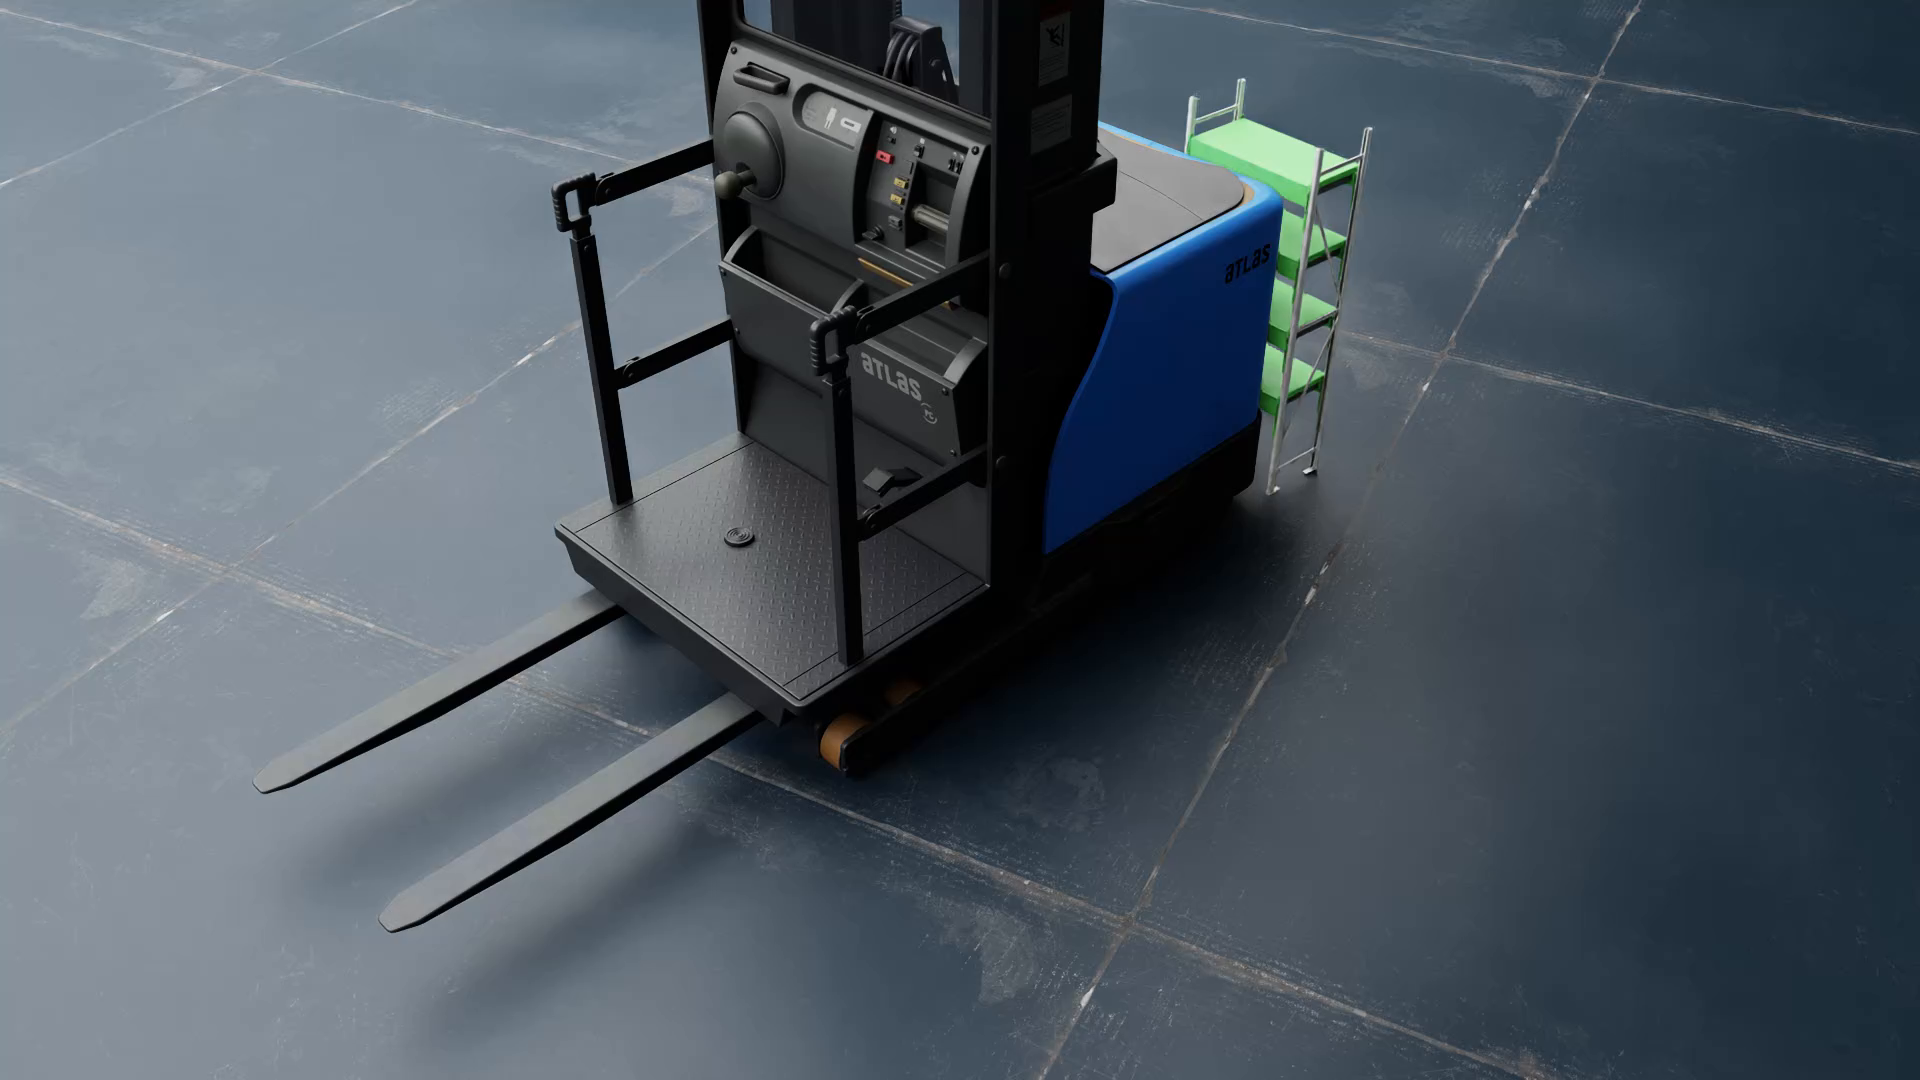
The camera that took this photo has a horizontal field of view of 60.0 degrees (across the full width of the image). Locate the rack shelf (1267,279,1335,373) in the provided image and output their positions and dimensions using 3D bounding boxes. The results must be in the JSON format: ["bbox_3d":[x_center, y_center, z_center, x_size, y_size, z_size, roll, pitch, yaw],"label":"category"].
[{"bbox_3d":[0.942,-0.735,5.329,0.258,0.148,0.480,-27,45,-32],"label":"rack shelf"}]

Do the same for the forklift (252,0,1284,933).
[{"bbox_3d":[-0.442,-0.900,4.012,1.130,2.935,3.031,31,47,34],"label":"forklift"}]

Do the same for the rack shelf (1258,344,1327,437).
[{"bbox_3d":[0.940,-0.543,5.473,0.258,0.148,0.480,-27,45,-32],"label":"rack shelf"}]

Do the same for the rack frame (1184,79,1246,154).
[{"bbox_3d":[0.783,-0.898,5.438,0.240,1.200,0.015,-27,45,-32],"label":"rack frame"}]

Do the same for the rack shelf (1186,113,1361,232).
[{"bbox_3d":[0.946,-1.120,5.042,0.258,0.148,0.480,-27,45,-32],"label":"rack shelf"}]

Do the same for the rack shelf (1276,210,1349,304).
[{"bbox_3d":[0.944,-0.928,5.186,0.258,0.148,0.480,-27,45,-32],"label":"rack shelf"}]

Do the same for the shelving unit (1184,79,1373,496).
[{"bbox_3d":[0.942,-0.787,5.291,0.258,1.200,0.503,-27,45,-32],"label":"shelving unit"}]

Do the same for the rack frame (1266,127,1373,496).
[{"bbox_3d":[1.102,-0.675,5.144,0.240,1.200,0.015,-27,45,-32],"label":"rack frame"}]
